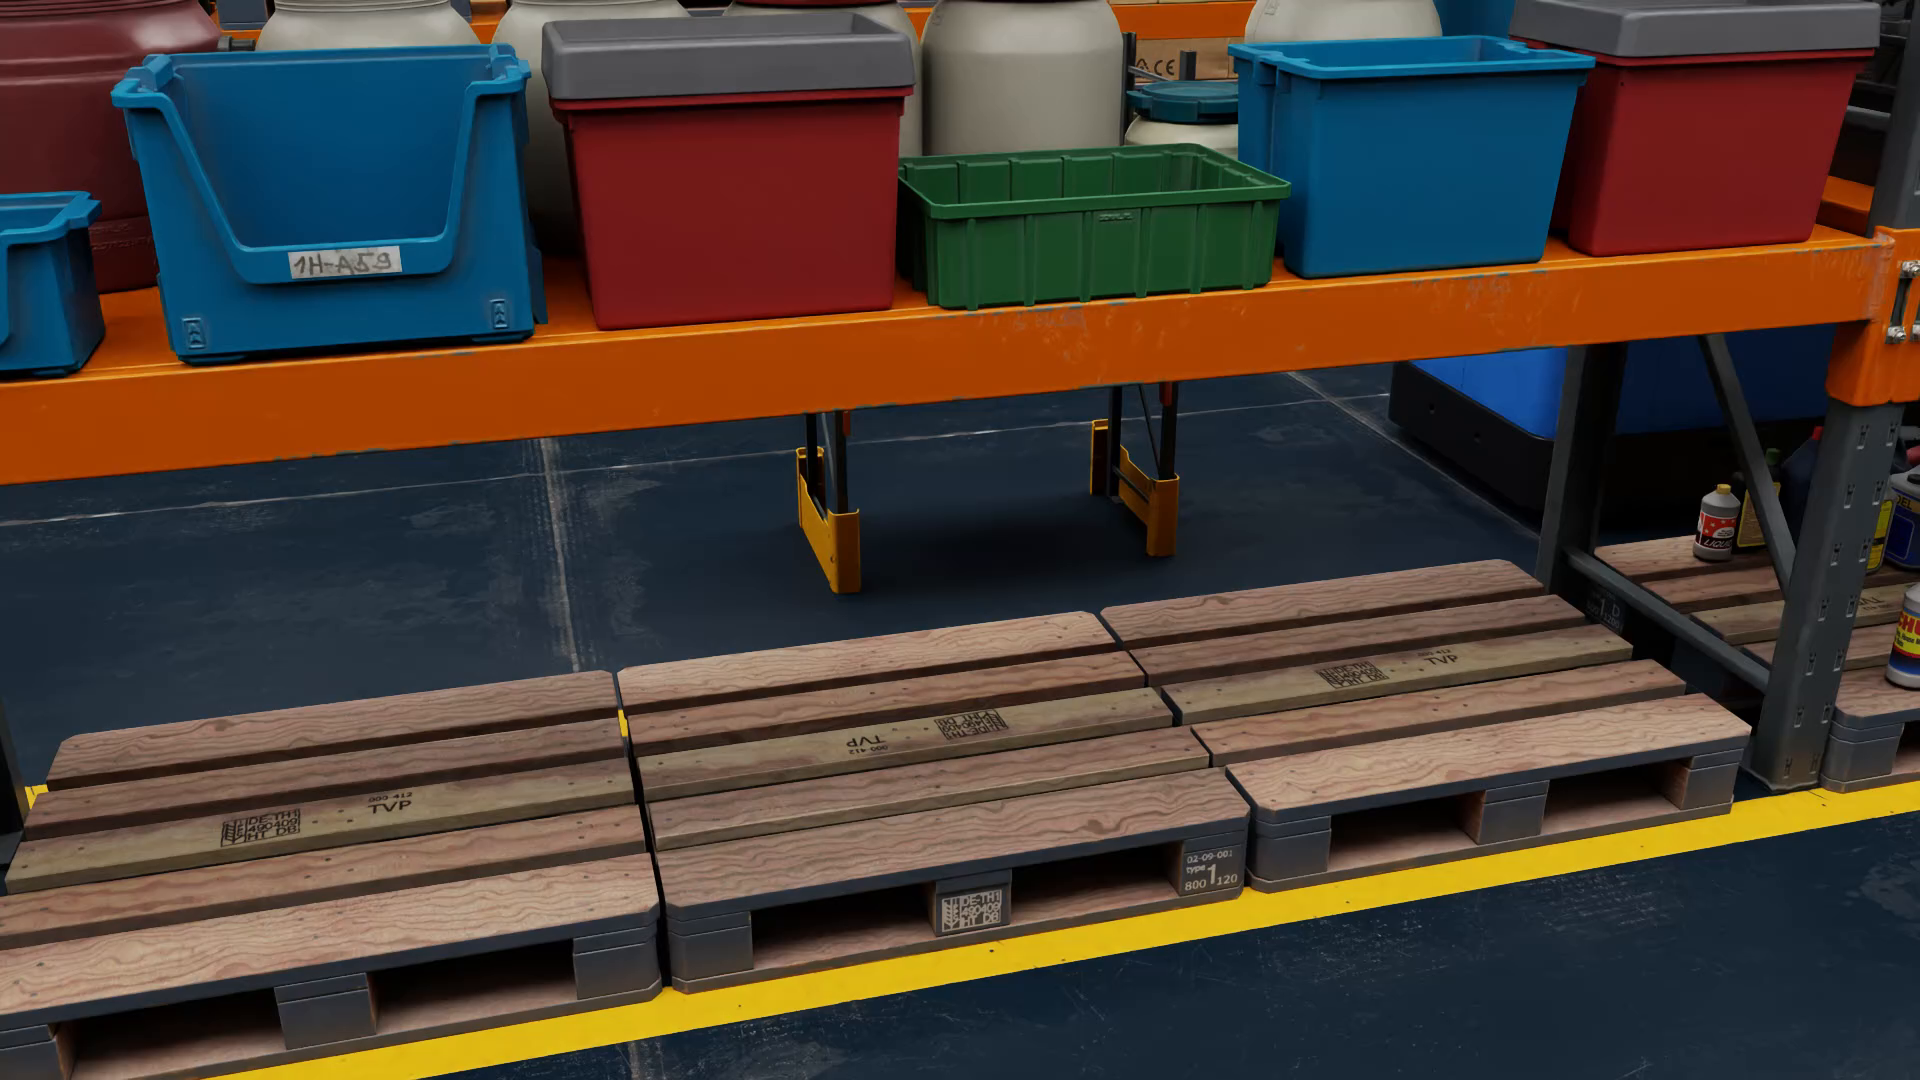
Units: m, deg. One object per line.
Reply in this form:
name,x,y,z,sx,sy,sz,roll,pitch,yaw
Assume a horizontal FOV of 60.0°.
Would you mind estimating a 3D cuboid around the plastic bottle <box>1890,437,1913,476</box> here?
plastic bottle,2.542,-0.165,4.631,0.185,0.351,0.144,-8,24,-17

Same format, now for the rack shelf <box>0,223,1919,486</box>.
rack shelf,-0.111,-0.438,3.378,4.000,0.370,1.077,-6,24,-14

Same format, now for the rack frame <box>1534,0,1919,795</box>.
rack frame,1.815,-0.981,3.733,0.127,3.000,1.000,-6,24,-14

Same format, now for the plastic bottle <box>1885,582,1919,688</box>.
plastic bottle,2.240,0.203,3.876,0.097,0.271,0.097,0,23,0

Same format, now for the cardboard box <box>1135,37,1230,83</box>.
cardboard box,1.604,-4.206,13.411,0.875,0.875,0.875,-7,24,-15

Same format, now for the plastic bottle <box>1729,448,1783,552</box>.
plastic bottle,2.189,-0.112,4.593,0.133,0.283,0.061,-5,24,-12

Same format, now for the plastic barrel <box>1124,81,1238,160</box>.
plastic barrel,0.499,-0.835,3.568,0.301,0.262,0.301,0,23,0

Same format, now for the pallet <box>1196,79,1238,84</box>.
pallet,2.337,-3.785,13.804,1.213,0.211,1.003,-6,24,-14

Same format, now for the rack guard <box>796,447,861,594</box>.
rack guard,-0.406,-0.070,5.096,0.087,0.250,0.587,-6,24,-14

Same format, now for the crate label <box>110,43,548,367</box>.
crate label,-1.007,-0.575,2.740,0.616,0.435,0.502,-6,24,-14

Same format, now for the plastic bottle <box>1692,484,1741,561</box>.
plastic bottle,2.080,-0.055,4.564,0.097,0.201,0.097,0,23,0

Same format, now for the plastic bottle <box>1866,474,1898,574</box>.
plastic bottle,2.396,-0.090,4.456,0.185,0.351,0.144,-6,24,-14

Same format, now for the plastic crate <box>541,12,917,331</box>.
plastic crate,-0.398,-0.641,2.858,0.583,0.464,0.402,-6,24,-14

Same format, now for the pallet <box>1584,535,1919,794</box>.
pallet,2.473,0.244,4.413,1.213,0.211,1.003,-6,24,-14

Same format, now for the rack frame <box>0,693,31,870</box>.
rack frame,-2.037,-0.555,2.740,0.127,3.000,1.000,-6,24,-14

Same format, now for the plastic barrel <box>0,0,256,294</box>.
plastic barrel,-1.672,-0.782,3.097,0.708,0.536,0.600,-6,24,-14

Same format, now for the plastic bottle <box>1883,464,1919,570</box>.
plastic bottle,2.606,-0.077,4.521,0.135,0.276,0.152,-6,24,-14

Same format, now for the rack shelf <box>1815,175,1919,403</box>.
rack shelf,3.740,-0.864,4.371,4.000,0.370,1.077,-6,24,-14

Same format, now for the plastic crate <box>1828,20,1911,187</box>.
plastic crate,2.353,-0.960,3.763,0.504,0.338,0.767,-6,24,-14

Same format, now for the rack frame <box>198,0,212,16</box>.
rack frame,-3.375,-2.436,7.123,0.127,3.000,1.000,-6,24,-14

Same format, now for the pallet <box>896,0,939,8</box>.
pallet,-0.298,-2.747,8.092,1.213,0.211,1.003,-6,24,-14

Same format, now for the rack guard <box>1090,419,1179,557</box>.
rack guard,0.553,-0.176,5.343,0.087,0.250,0.587,-6,24,-14

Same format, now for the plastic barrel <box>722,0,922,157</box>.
plastic barrel,-0.289,-0.901,3.373,0.433,0.535,0.433,0,23,0

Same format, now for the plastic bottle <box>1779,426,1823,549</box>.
plastic bottle,2.357,-0.144,4.584,0.185,0.351,0.144,-7,24,-16

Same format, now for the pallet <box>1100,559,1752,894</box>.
pallet,1.069,0.398,4.054,1.213,0.211,1.003,-6,24,-14

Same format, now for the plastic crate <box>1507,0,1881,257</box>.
plastic crate,1.431,-0.843,3.330,0.583,0.464,0.402,-6,24,-14

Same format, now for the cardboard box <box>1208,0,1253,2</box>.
cardboard box,1.242,-2.714,8.089,0.250,0.149,0.380,-6,24,-14

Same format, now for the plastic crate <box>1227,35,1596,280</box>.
plastic crate,0.837,-0.738,3.187,0.575,0.384,0.392,-6,24,-14

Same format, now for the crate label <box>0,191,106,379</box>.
crate label,-1.530,-0.381,2.546,0.416,0.233,0.303,-6,24,-14

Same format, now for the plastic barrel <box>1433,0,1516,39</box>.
plastic barrel,1.361,-1.286,3.806,0.708,0.901,0.600,-6,24,-14

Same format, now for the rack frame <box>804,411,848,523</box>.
rack frame,-0.407,-0.644,4.849,0.032,1.500,0.500,-6,24,-14

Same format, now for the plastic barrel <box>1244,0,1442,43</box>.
plastic barrel,0.834,-1.025,3.663,0.433,0.535,0.433,0,23,0

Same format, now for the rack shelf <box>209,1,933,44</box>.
rack shelf,-1.449,-2.318,7.761,4.000,0.370,1.077,-6,24,-14

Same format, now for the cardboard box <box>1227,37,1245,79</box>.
cardboard box,2.450,-4.301,13.632,0.875,0.875,0.875,-6,24,-14

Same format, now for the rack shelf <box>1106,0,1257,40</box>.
rack shelf,2.402,-2.744,8.754,4.000,0.370,1.077,-6,24,-14

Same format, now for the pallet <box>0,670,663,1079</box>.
pallet,-1.280,0.658,3.448,1.213,0.211,1.003,-6,24,-14

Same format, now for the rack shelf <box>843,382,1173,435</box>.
rack shelf,0.082,-0.533,5.046,1.000,0.185,0.538,-6,24,-14

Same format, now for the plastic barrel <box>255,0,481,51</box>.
plastic barrel,-1.104,-0.797,3.162,0.421,0.512,0.421,0,23,0

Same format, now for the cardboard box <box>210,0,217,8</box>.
cardboard box,-5.205,-3.546,11.397,0.500,0.250,0.500,-7,24,-16

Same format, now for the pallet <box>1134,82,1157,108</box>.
pallet,1.164,-3.657,13.505,1.213,0.211,1.003,-6,24,-14

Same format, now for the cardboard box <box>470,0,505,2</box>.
cardboard box,-3.166,-3.614,12.189,0.750,0.750,1.050,-6,24,-14

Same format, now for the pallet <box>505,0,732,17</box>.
pallet,-1.480,-2.574,7.688,1.213,0.211,1.003,-6,24,-14

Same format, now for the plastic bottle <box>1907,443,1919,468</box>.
plastic bottle,2.687,-0.167,4.722,0.133,0.283,0.061,-5,24,-11

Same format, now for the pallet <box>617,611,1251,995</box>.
pallet,-0.108,0.530,3.748,1.213,0.211,1.003,-6,24,-14

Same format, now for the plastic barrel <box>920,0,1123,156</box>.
plastic barrel,0.128,-0.947,3.481,0.433,0.535,0.433,0,23,0

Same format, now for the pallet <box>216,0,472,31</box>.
pallet,-2.717,-2.464,7.432,1.003,0.211,1.213,-6,24,-14

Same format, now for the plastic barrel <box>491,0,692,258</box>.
plastic barrel,-0.698,-0.842,3.267,0.421,0.512,0.421,0,23,0

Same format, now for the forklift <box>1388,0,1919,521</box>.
forklift,3.147,-1.705,5.507,3.031,2.935,1.130,-6,24,-13

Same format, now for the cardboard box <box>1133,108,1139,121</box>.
cardboard box,0.873,-1.933,8.590,0.500,0.500,0.500,-7,24,-16

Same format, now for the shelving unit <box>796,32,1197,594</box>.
shelving unit,0.073,-0.697,4.973,1.083,1.500,0.587,-6,24,-14

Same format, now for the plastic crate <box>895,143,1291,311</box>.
plastic crate,0.214,-0.591,3.093,0.662,0.188,0.450,-6,24,-14

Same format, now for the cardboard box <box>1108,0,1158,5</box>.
cardboard box,0.765,-2.655,7.952,0.250,0.149,0.380,-6,24,-14

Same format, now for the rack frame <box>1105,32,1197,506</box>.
rack frame,0.572,-0.752,5.102,0.032,1.500,0.500,-6,24,-14

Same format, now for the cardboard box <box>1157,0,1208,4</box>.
cardboard box,1.009,-2.677,8.003,0.250,0.149,0.380,-6,24,-14
